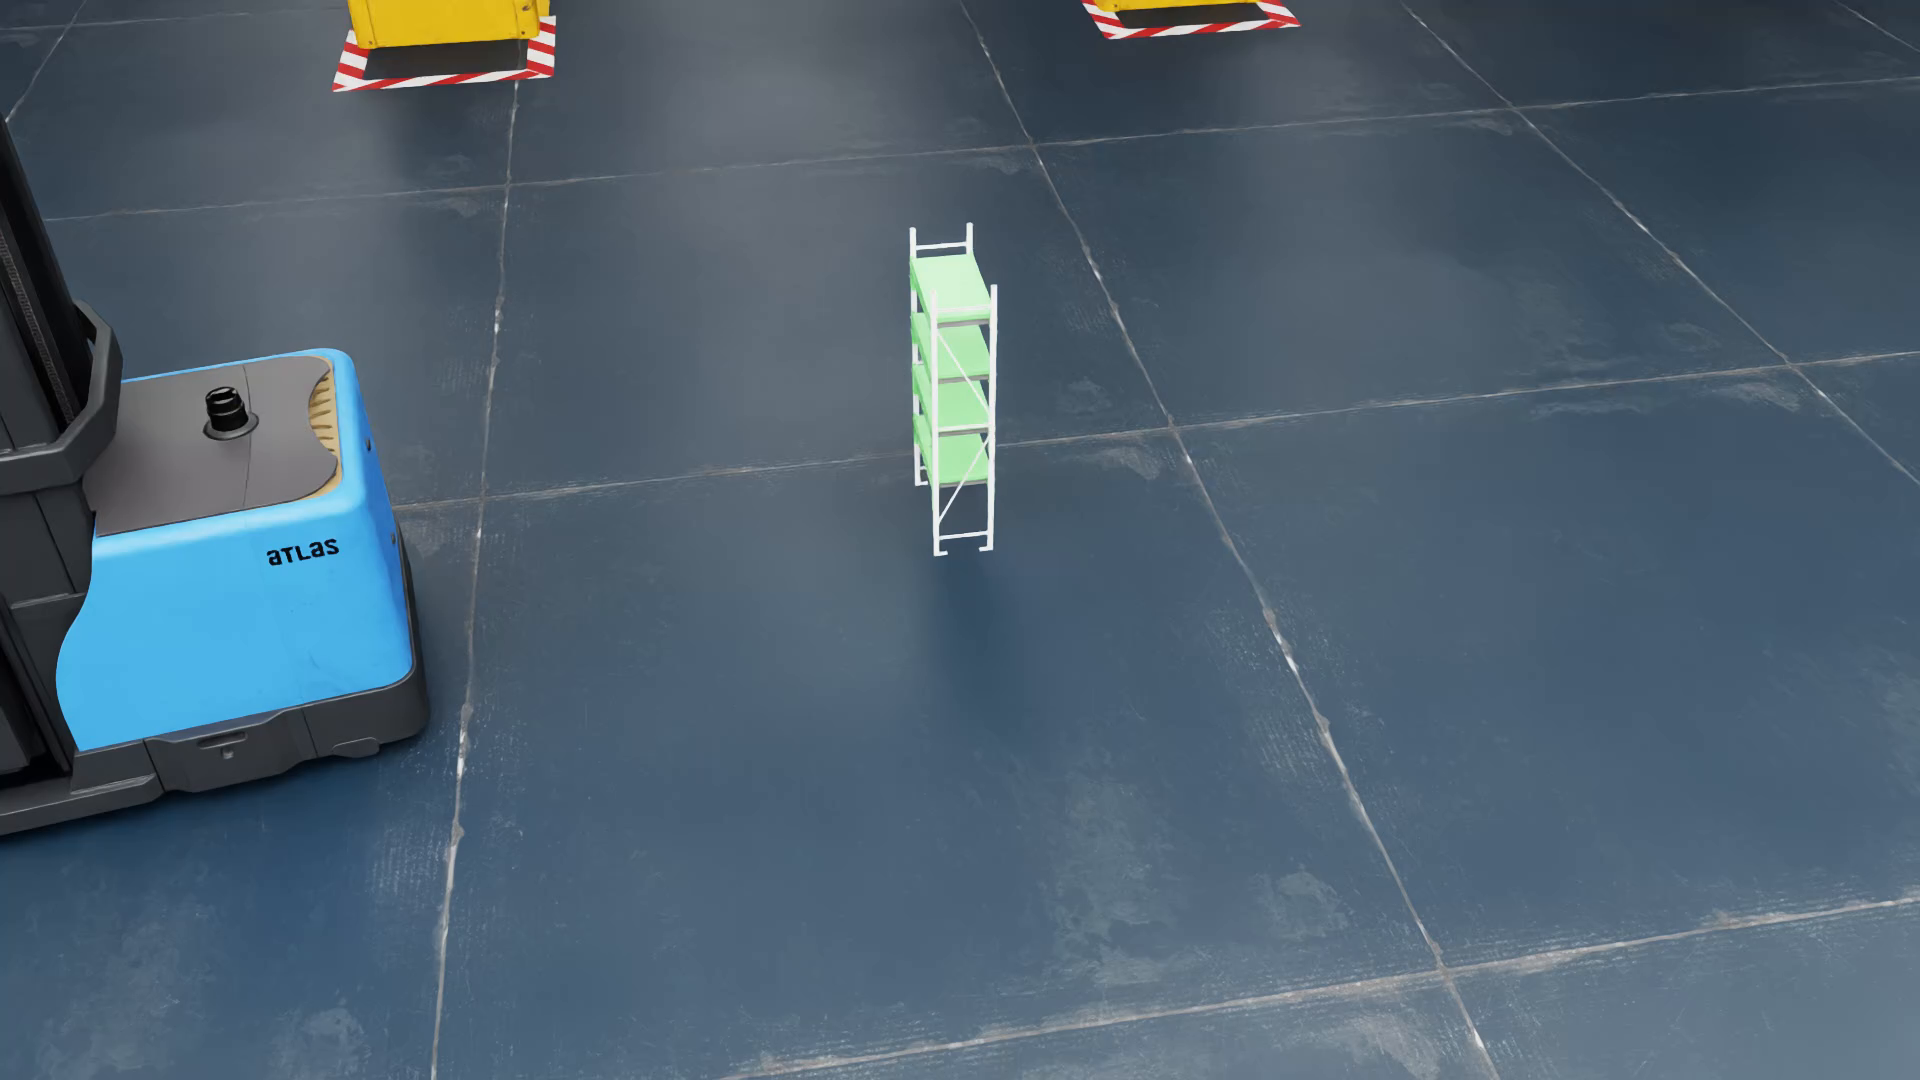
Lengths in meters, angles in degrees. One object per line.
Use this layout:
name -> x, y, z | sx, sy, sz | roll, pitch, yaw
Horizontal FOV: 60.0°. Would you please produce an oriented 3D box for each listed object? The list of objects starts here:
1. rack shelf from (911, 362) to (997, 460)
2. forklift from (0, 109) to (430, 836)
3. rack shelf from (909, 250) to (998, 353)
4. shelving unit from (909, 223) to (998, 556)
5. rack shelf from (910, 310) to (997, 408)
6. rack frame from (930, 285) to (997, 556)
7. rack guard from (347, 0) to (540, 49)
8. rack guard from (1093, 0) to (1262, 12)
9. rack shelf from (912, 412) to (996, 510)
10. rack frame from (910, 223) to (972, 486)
rack shelf -> -0.029, -0.523, 6.550 | 0.258, 0.148, 0.480 | -6, 38, -8
forklift -> -3.434, -0.435, 4.921 | 3.031, 2.935, 1.130 | -12, 39, -15
rack shelf -> -0.029, -0.902, 6.255 | 0.258, 0.148, 0.480 | -6, 38, -8
shelving unit -> -0.029, -0.574, 6.511 | 0.258, 1.200, 0.503 | -6, 38, -8
rack shelf -> -0.029, -0.713, 6.403 | 0.258, 0.148, 0.480 | -6, 38, -8
rack frame -> 0.014, -0.426, 6.321 | 0.240, 1.200, 0.015 | -6, 38, -8
rack guard -> -3.402, -3.573, 10.941 | 1.175, 0.500, 0.348 | -6, 38, -8
rack guard -> 1.517, -3.985, 11.472 | 1.175, 0.500, 0.348 | -6, 38, -8
rack shelf -> -0.029, -0.334, 6.697 | 0.258, 0.148, 0.480 | -6, 38, -8
rack frame -> -0.072, -0.721, 6.700 | 0.240, 1.200, 0.015 | -6, 38, -8
